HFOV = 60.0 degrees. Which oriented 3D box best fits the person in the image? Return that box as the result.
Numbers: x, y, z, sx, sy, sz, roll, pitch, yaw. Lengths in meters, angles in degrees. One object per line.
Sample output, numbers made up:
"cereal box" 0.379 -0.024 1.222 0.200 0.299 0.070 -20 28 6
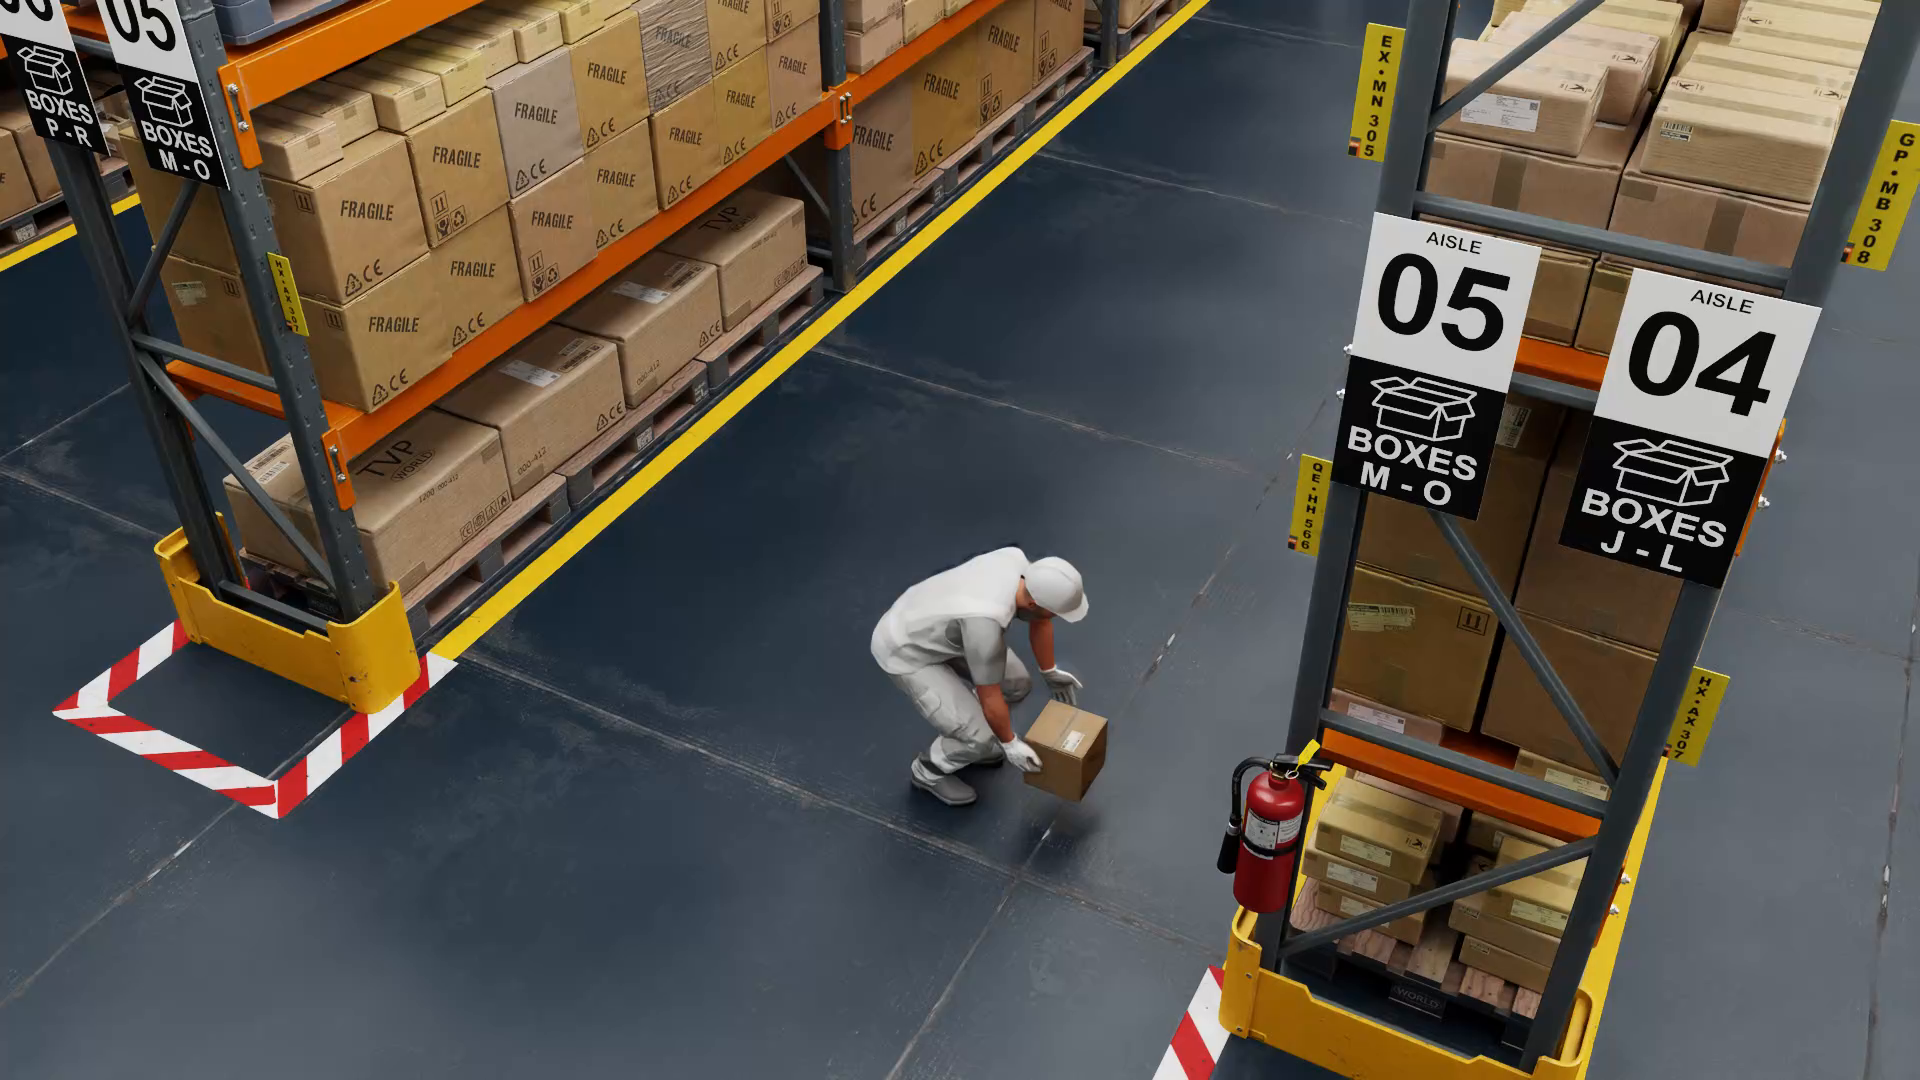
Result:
"person" 0.084 0.485 6.575 0.839 1.212 0.586 18 41 21
